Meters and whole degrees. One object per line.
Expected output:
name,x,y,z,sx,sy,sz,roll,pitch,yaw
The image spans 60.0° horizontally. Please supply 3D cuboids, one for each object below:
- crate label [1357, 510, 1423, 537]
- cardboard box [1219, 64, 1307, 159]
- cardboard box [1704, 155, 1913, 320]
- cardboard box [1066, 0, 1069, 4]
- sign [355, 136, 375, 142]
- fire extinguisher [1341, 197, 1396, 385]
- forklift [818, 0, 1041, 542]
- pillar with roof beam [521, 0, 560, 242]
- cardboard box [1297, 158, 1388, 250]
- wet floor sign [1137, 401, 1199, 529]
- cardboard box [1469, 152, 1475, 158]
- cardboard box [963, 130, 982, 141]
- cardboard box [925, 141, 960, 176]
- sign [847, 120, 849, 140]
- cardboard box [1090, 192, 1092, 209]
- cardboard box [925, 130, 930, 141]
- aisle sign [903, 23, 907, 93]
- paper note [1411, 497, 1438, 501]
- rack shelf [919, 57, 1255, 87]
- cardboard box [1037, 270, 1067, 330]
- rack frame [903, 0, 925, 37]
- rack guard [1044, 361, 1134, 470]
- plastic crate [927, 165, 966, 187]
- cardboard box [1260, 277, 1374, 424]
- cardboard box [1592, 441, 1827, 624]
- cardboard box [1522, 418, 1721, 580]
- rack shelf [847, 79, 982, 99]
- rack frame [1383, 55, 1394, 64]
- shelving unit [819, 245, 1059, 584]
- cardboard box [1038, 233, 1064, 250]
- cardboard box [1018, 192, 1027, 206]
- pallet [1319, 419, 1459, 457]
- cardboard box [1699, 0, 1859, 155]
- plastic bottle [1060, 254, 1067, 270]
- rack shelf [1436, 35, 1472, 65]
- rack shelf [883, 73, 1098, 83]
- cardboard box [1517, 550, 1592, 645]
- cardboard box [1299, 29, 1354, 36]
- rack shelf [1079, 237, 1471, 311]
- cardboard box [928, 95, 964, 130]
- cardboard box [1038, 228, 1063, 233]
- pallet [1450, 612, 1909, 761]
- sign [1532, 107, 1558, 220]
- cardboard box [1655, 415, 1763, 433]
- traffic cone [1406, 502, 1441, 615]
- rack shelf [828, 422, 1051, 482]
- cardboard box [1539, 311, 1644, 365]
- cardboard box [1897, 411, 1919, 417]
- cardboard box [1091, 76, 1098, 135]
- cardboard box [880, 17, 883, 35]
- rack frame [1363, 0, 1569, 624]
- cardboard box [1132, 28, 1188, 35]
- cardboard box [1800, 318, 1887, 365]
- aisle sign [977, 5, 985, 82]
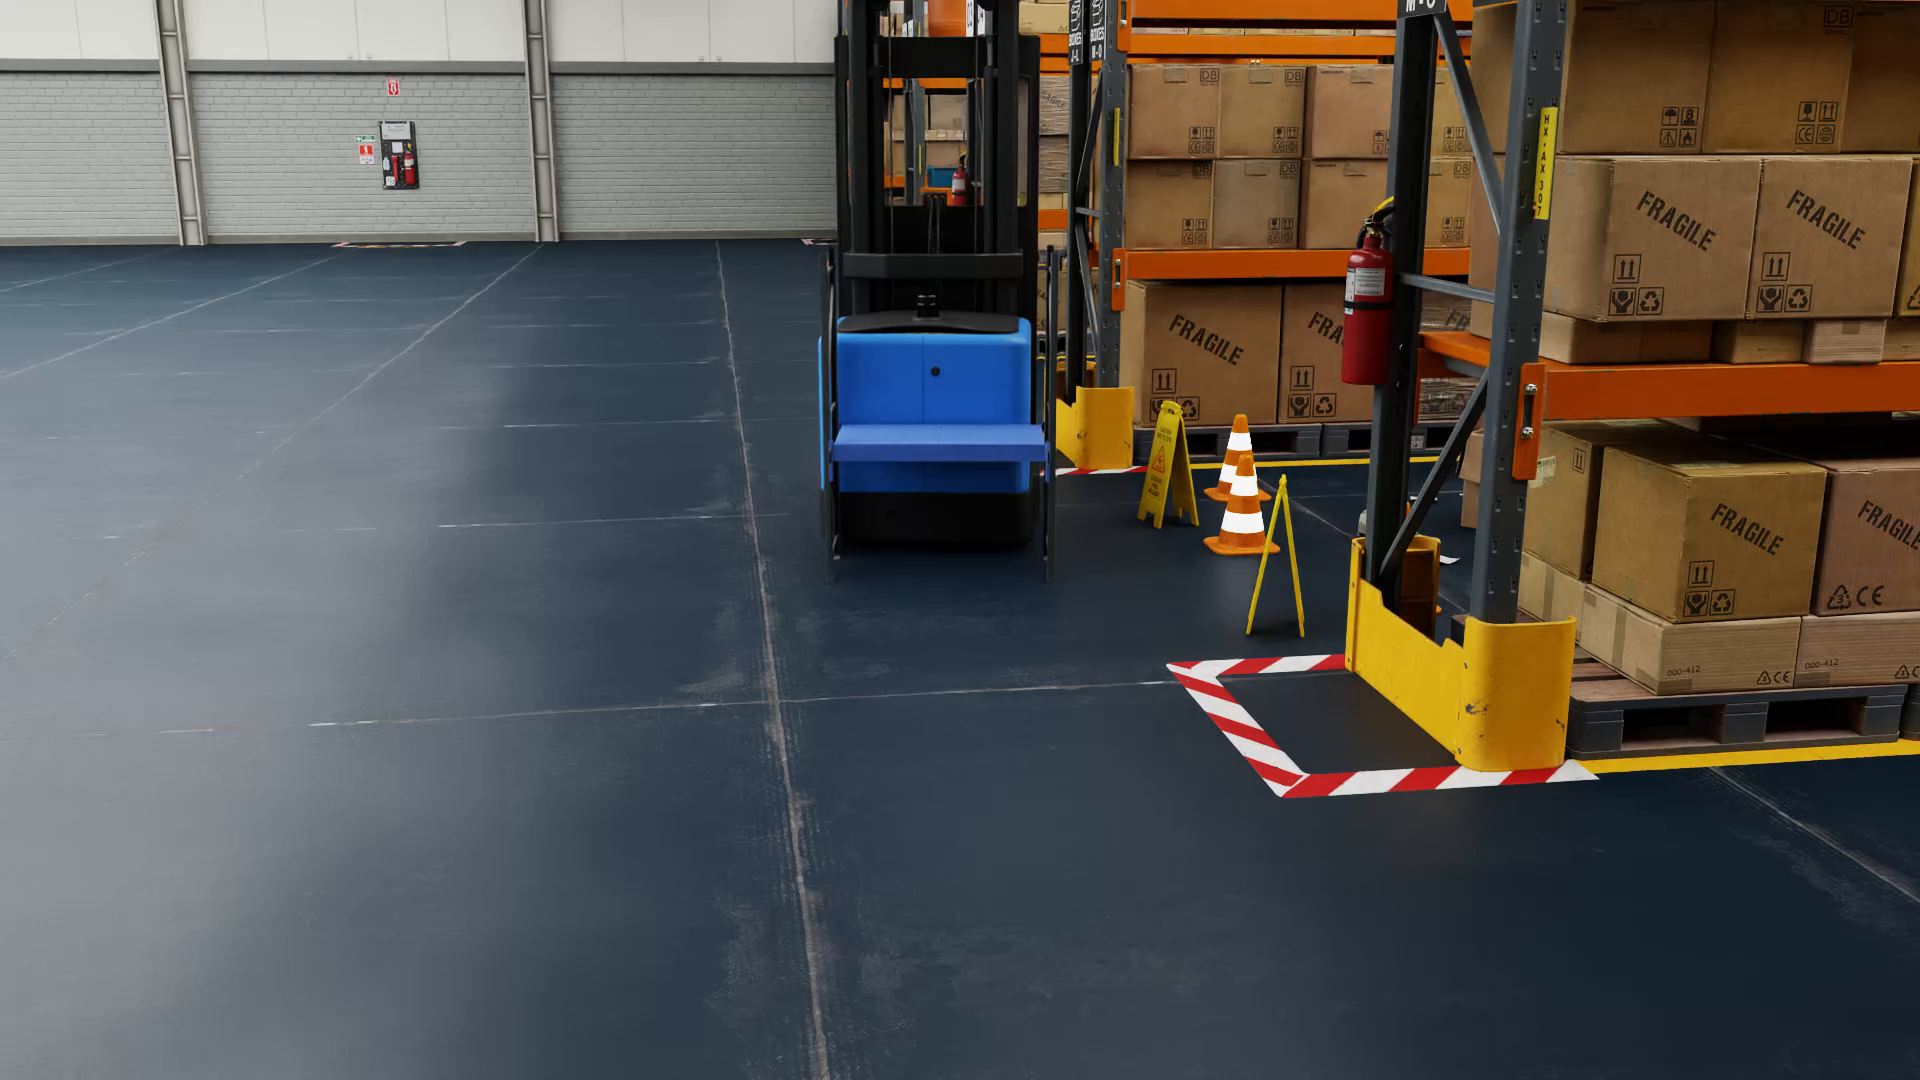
crate label,2.172,-0.076,8.451,0.298,0.136,0.250,-11,18,-37
cardboard box,1.738,-2.670,10.383,0.550,0.550,0.875,-2,14,-8
cardboard box,2.694,-1.003,5.447,0.500,0.500,0.500,-2,14,-7
cardboard box,1.005,-4.779,14.642,0.250,0.149,0.380,-2,14,-9
sign,-10.393,-7.011,29.059,0.331,0.109,0.001,-2,14,-8
fire extinguisher,1.491,-0.909,6.050,0.183,0.674,0.296,-2,14,-8
forklift,-0.108,-1.713,9.238,1.130,2.935,3.031,1,14,3
pillar with roof beam,-6.746,-8.689,24.578,0.400,9.000,9.100,-2,14,-8
cardboard box,2.308,-2.139,10.488,0.550,0.550,0.875,-2,14,-8
wet floor sign,1.101,-0.408,8.731,0.232,0.644,0.267,-5,15,-18
cardboard box,3.339,-2.729,10.619,0.550,0.550,0.875,-2,14,-8
cardboard box,0.165,-5.970,24.532,0.250,0.149,0.380,-3,14,-10
cardboard box,-0.294,-5.689,24.746,0.500,0.500,0.700,-2,14,-7
sign,-1.937,-7.088,28.747,0.005,0.325,0.100,-2,14,-8
cardboard box,1.257,-3.079,15.059,0.250,0.149,0.380,-2,14,-8
cardboard box,-0.595,-5.943,24.422,0.250,0.149,0.380,-2,14,-10
aisle sign,-0.657,-5.745,19.829,0.004,0.787,0.394,-2,14,-8
paper note,2.597,-0.233,9.302,0.142,0.017,0.144,3,14,11
rack shelf,1.436,-5.594,19.882,4.000,0.370,1.077,-2,14,-8
cardboard box,0.816,-2.234,15.447,0.500,0.500,0.500,1,14,2
rack frame,-0.542,-7.325,19.141,0.127,3.000,1.000,-2,14,-8
rack guard,0.811,-0.814,10.649,0.348,0.500,1.175,-2,14,-8
plastic crate,-0.092,-4.433,20.248,0.616,0.251,0.499,-2,14,-8
cardboard box,2.365,-1.273,10.846,0.875,0.875,0.875,-2,14,-9
cardboard box,2.535,-0.038,5.663,0.500,0.500,0.500,-3,14,-10
cardboard box,2.426,-0.166,6.173,0.500,0.500,0.500,-2,14,-8
rack shelf,-0.040,-7.977,29.385,4.000,0.370,1.077,-2,14,-8
rack frame,4.151,-3.369,15.698,0.127,3.000,1.000,-2,14,-8
shelving unit,-0.090,-0.589,7.696,1.048,1.500,0.538,0,14,0
cardboard box,1.265,-4.515,25.058,0.500,0.250,0.500,-2,14,-8
cardboard box,0.513,-3.055,14.963,0.250,0.149,0.380,-2,14,-8
pallet,2.818,-0.766,11.051,1.213,0.211,1.003,-2,14,-8
cardboard box,2.647,-1.605,5.794,0.500,0.500,0.700,-2,14,-8
plastic bottle,1.322,-3.492,20.868,0.133,0.283,0.061,-2,14,-7
rack shelf,6.129,-4.547,15.710,4.000,0.370,1.077,-2,14,-8
rack shelf,0.702,-6.785,24.634,4.000,0.370,1.077,-2,14,-8
cardboard box,2.455,0.195,6.277,0.500,0.250,0.500,-2,14,-9
cardboard box,3.221,-4.655,14.970,0.500,0.250,0.500,-2,14,-7
rack shelf,2.813,-1.751,10.725,4.000,0.370,1.077,-2,14,-8
cardboard box,-0.241,-6.321,24.596,0.500,0.500,0.700,-2,14,-10
cardboard box,1.263,-4.882,24.979,0.500,0.500,0.500,-2,14,-8
pallet,2.556,0.489,6.049,1.213,0.211,1.003,-2,14,-8
sign,1.753,-1.129,4.989,0.005,0.325,0.100,-2,14,-8
cardboard box,2.779,-0.510,6.212,0.250,0.149,0.380,-2,14,-7
traffic cone,1.905,0.065,7.223,0.334,0.463,0.336,-2,14,-8
rack shelf,-0.090,-0.414,7.740,1.000,0.185,0.538,0,14,0
cardboard box,2.039,-0.681,5.496,0.250,0.149,0.380,-2,14,-8
cardboard box,3.964,-0.222,6.397,0.500,0.500,0.500,-1,14,-5
cardboard box,1.276,-3.872,14.834,0.500,0.500,0.500,-2,14,-8
cardboard box,-1.601,-8.752,28.695,0.500,0.500,0.500,-3,14,-12
rack frame,1.672,-0.840,5.615,0.127,3.000,1.000,-2,14,-8
cardboard box,1.710,-4.598,14.743,0.500,0.250,0.500,-2,14,-9
cardboard box,2.819,-0.682,5.499,0.250,0.149,0.380,-2,14,-7
aisle sign,0.179,-4.410,14.507,0.004,0.787,0.394,-2,14,-8
